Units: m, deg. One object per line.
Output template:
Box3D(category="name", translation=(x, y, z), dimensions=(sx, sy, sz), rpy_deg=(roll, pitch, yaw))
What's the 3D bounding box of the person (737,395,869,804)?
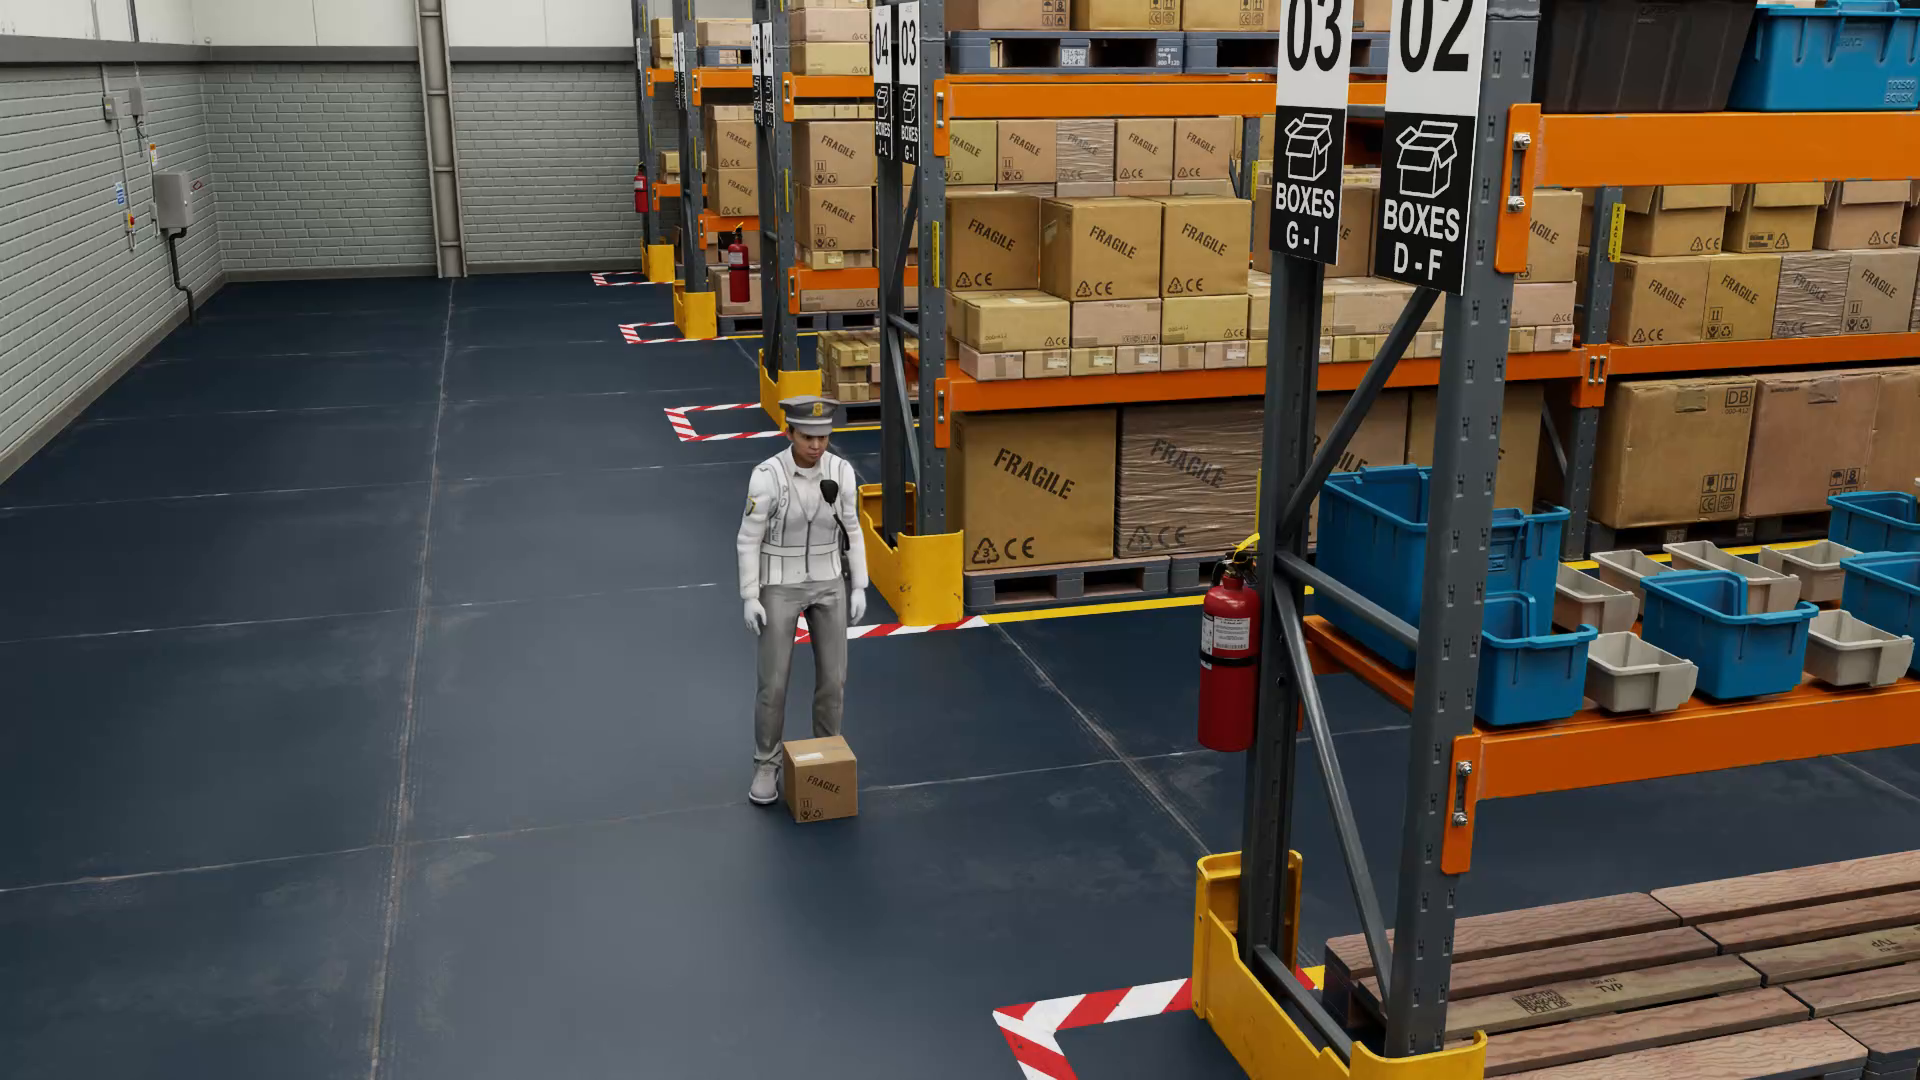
Box3D(category="person", translation=(-0.633, 0.227, 6.755), dimensions=(0.546, 1.654, 0.375), rpy_deg=(-6, 17, -19))
